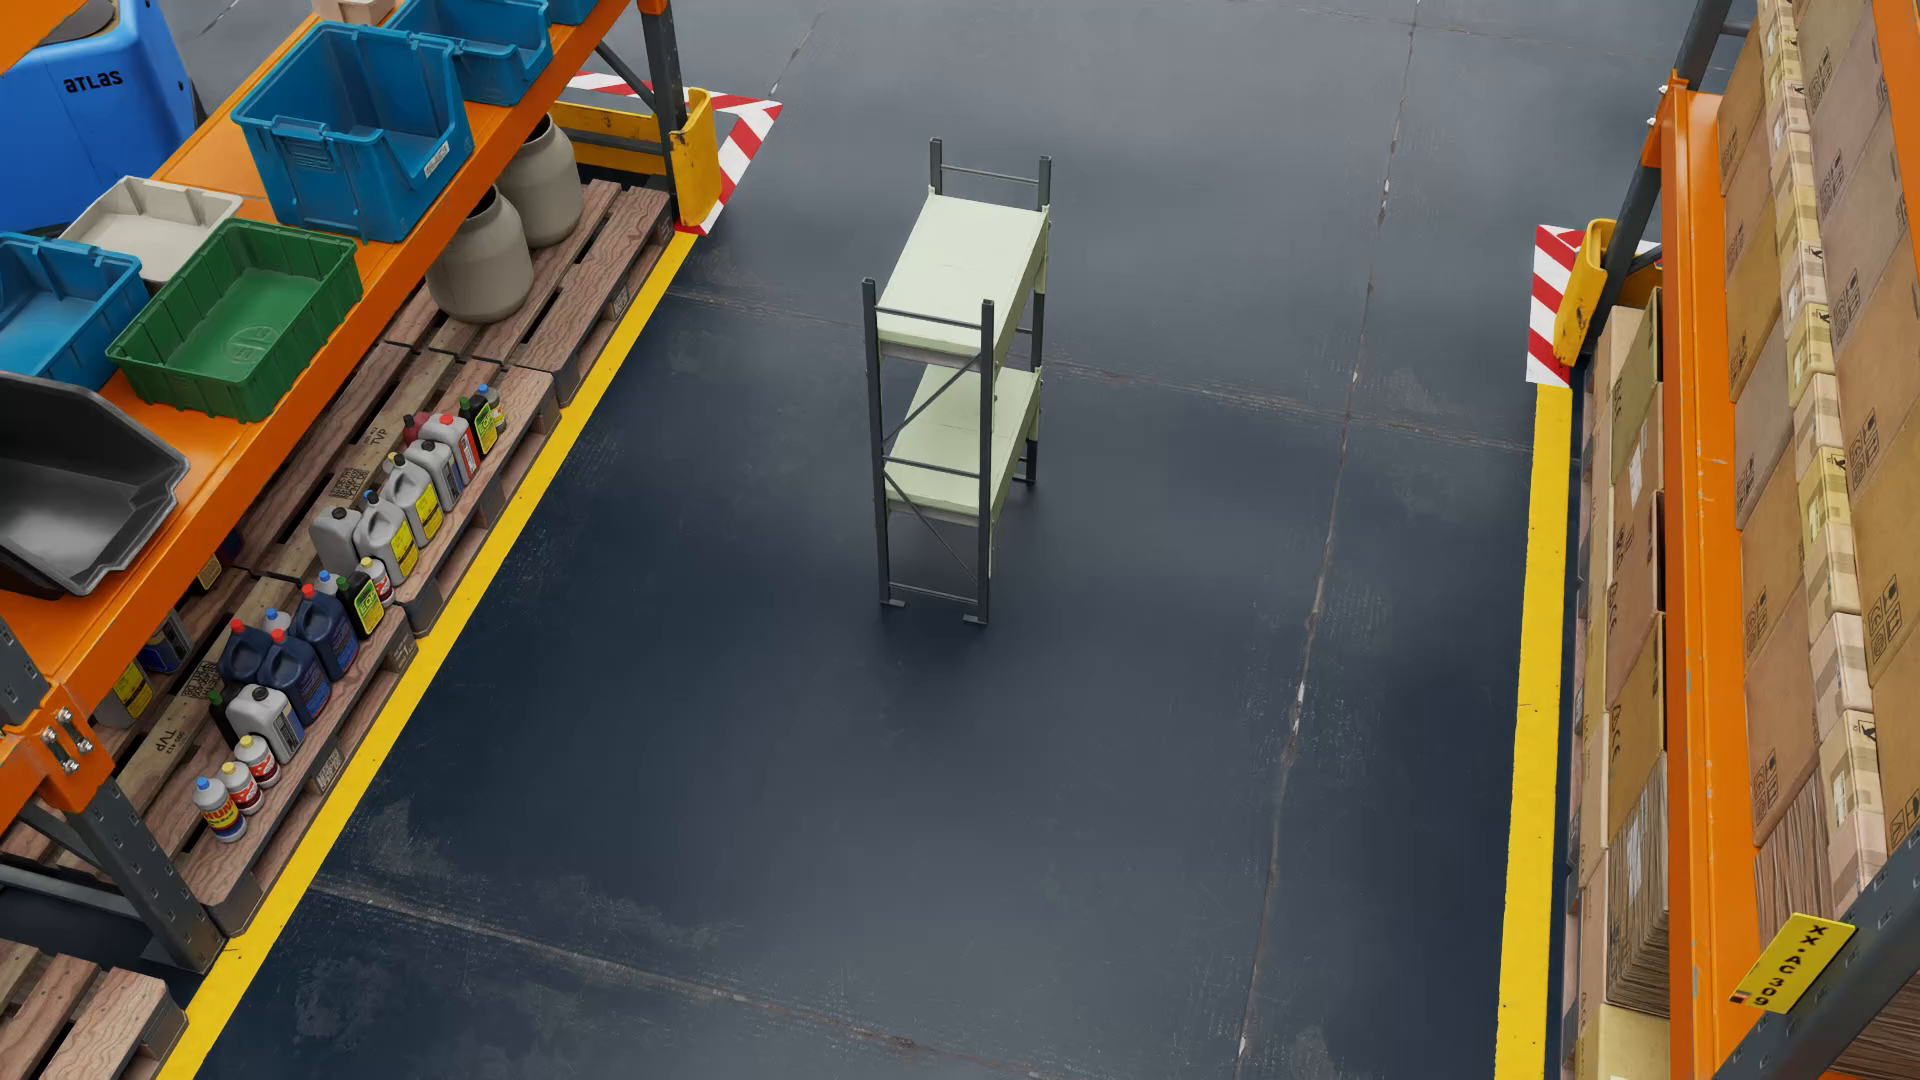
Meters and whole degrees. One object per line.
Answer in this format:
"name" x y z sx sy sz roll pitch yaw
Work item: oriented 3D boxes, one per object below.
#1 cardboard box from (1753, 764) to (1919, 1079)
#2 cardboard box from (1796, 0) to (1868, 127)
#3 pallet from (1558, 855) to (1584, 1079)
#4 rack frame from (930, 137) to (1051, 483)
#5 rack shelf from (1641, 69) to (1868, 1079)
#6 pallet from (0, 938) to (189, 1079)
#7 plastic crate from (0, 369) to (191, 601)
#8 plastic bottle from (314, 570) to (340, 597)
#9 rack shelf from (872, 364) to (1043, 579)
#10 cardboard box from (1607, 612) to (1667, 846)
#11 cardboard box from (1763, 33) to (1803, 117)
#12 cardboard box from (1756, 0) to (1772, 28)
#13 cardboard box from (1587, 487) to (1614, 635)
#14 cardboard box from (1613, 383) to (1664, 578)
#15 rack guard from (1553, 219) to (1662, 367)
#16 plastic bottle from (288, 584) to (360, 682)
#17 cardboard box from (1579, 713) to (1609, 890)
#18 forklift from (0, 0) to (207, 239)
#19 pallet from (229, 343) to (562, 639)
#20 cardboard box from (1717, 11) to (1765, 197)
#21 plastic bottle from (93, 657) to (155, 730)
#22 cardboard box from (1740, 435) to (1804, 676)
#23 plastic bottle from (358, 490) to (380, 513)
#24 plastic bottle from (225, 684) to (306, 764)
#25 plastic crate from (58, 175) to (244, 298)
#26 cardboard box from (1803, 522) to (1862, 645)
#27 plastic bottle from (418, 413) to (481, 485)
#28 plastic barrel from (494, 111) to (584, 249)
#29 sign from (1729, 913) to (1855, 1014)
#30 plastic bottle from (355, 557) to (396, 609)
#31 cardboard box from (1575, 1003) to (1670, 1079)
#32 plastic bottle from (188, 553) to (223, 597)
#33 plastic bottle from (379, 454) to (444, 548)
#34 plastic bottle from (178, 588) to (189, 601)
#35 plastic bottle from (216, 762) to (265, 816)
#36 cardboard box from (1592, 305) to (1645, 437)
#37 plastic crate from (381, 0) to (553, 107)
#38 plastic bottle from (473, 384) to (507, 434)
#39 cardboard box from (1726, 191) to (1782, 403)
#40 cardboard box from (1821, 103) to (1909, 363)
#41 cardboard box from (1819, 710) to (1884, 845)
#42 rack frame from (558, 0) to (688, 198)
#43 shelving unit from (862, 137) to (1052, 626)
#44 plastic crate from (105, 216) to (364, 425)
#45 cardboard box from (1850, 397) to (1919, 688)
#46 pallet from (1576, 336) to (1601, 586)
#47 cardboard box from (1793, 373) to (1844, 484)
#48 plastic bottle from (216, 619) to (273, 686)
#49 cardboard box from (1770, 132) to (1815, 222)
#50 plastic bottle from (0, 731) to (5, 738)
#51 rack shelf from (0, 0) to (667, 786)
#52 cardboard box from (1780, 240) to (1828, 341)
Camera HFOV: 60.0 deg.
"cardboard box" 2.119 0.821 3.458 0.700 0.500 0.500 10 49 9
"cardboard box" 2.779 -1.425 4.575 0.700 0.500 0.500 10 49 9
"pallet" 2.258 1.532 4.757 1.003 0.211 1.213 12 50 10
"rack frame" 0.098 -0.766 5.926 0.400 1.500 0.023 12 50 10
"rack shelf" 2.535 -0.033 4.758 1.077 0.370 4.000 12 50 10
"pallet" -2.938 1.694 4.614 1.003 0.211 1.213 12 50 10
"plastic crate" -2.509 -0.137 4.412 0.767 0.338 0.504 12 50 10
"plastic bottle" -2.104 0.201 5.598 0.097 0.271 0.097 0 49 0
"rack shelf" 0.002 -0.285 5.936 0.431 0.370 0.720 12 50 10
"cardboard box" 2.191 0.599 4.775 0.500 0.500 0.500 12 50 10
"cardboard box" 2.616 -1.352 4.943 0.380 0.149 0.250 12 50 10
"cardboard box" 2.750 -1.724 5.271 0.380 0.149 0.250 11 50 10
"cardboard box" 2.446 0.122 5.696 0.500 0.250 0.500 12 50 10
"cardboard box" 2.457 -0.124 5.413 0.500 0.500 0.500 12 50 10
"rack guard" 3.068 -0.907 6.717 1.175 0.500 0.348 12 50 10
"plastic bottle" -2.107 0.288 5.468 0.144 0.351 0.185 10 49 8
"cardboard box" 2.178 0.844 5.058 0.500 0.250 0.500 12 50 10
"forklift" -4.841 -2.211 6.247 3.031 2.935 1.130 -16 50 -14
"pallet" -2.233 -0.244 6.325 1.003 0.211 1.213 12 50 10
"cardboard box" 2.926 -1.415 5.432 0.700 0.500 0.500 12 50 10
"plastic bottle" -2.739 0.433 5.341 0.144 0.351 0.185 12 50 10
"cardboard box" 2.388 0.076 4.116 0.700 0.500 0.500 12 50 11
"plastic bottle" -2.074 -0.096 5.907 0.097 0.201 0.097 0 49 0
"plastic bottle" -2.204 0.568 5.271 0.152 0.276 0.135 13 50 11
"plastic crate" -2.586 -0.941 5.256 0.530 0.136 0.437 12 50 10
"cardboard box" 2.075 0.131 3.635 0.380 0.149 0.250 11 50 10
"plastic bottle" -1.870 -0.350 6.081 0.152 0.276 0.135 12 50 10
"plastic barrel" -1.816 -1.522 6.972 0.421 0.512 0.421 0 49 0
"sign" 1.473 0.755 2.953 0.100 0.325 0.005 12 50 10
"plastic bottle" -2.010 0.138 5.701 0.097 0.201 0.097 0 49 0
"cardboard box" 1.920 1.568 4.419 0.500 0.250 0.500 12 50 10
"plastic bottle" -2.637 0.056 5.719 0.061 0.283 0.133 12 50 10
"plastic bottle" -1.946 -0.154 5.858 0.144 0.351 0.185 13 50 12
"plastic bottle" -2.742 0.032 5.695 0.144 0.351 0.185 11 50 10
"plastic bottle" -2.236 0.759 5.153 0.097 0.201 0.097 0 49 0
"cardboard box" 2.706 -0.602 6.335 0.500 0.250 0.500 12 50 10
"plastic crate" -1.736 -1.759 5.901 0.499 0.251 0.408 12 50 10
"plastic bottle" -1.777 -0.502 6.265 0.097 0.201 0.097 0 49 0
"cardboard box" 2.656 -0.676 4.780 0.700 0.500 0.500 12 50 10
"cardboard box" 2.515 -0.698 3.933 0.700 0.500 0.500 12 50 10
"cardboard box" 1.940 0.511 3.299 0.380 0.149 0.250 11 49 9
"rack frame" -1.716 -2.697 6.630 1.000 3.000 0.127 12 50 10
"shelving unit" 0.002 -0.501 5.692 0.431 1.500 0.755 12 50 10
"plastic crate" -2.140 -0.660 4.973 0.450 0.188 0.662 12 50 10
"cardboard box" 2.251 0.026 3.295 0.700 0.500 0.500 11 50 10
"pallet" 2.901 -0.233 6.315 1.003 0.211 1.213 12 50 10
"cardboard box" 2.209 -0.229 3.952 0.380 0.149 0.250 13 50 11
"plastic bottle" -2.295 0.396 5.373 0.144 0.351 0.185 12 50 10
"cardboard box" 2.480 -0.977 4.612 0.380 0.149 0.250 10 49 9
"plastic bottle" -2.974 0.652 5.247 0.097 0.201 0.097 0 49 0
"rack shelf" -2.243 -1.013 5.623 1.077 0.370 4.000 12 50 10
"cardboard box" 2.345 -0.612 4.290 0.380 0.149 0.250 12 50 10
